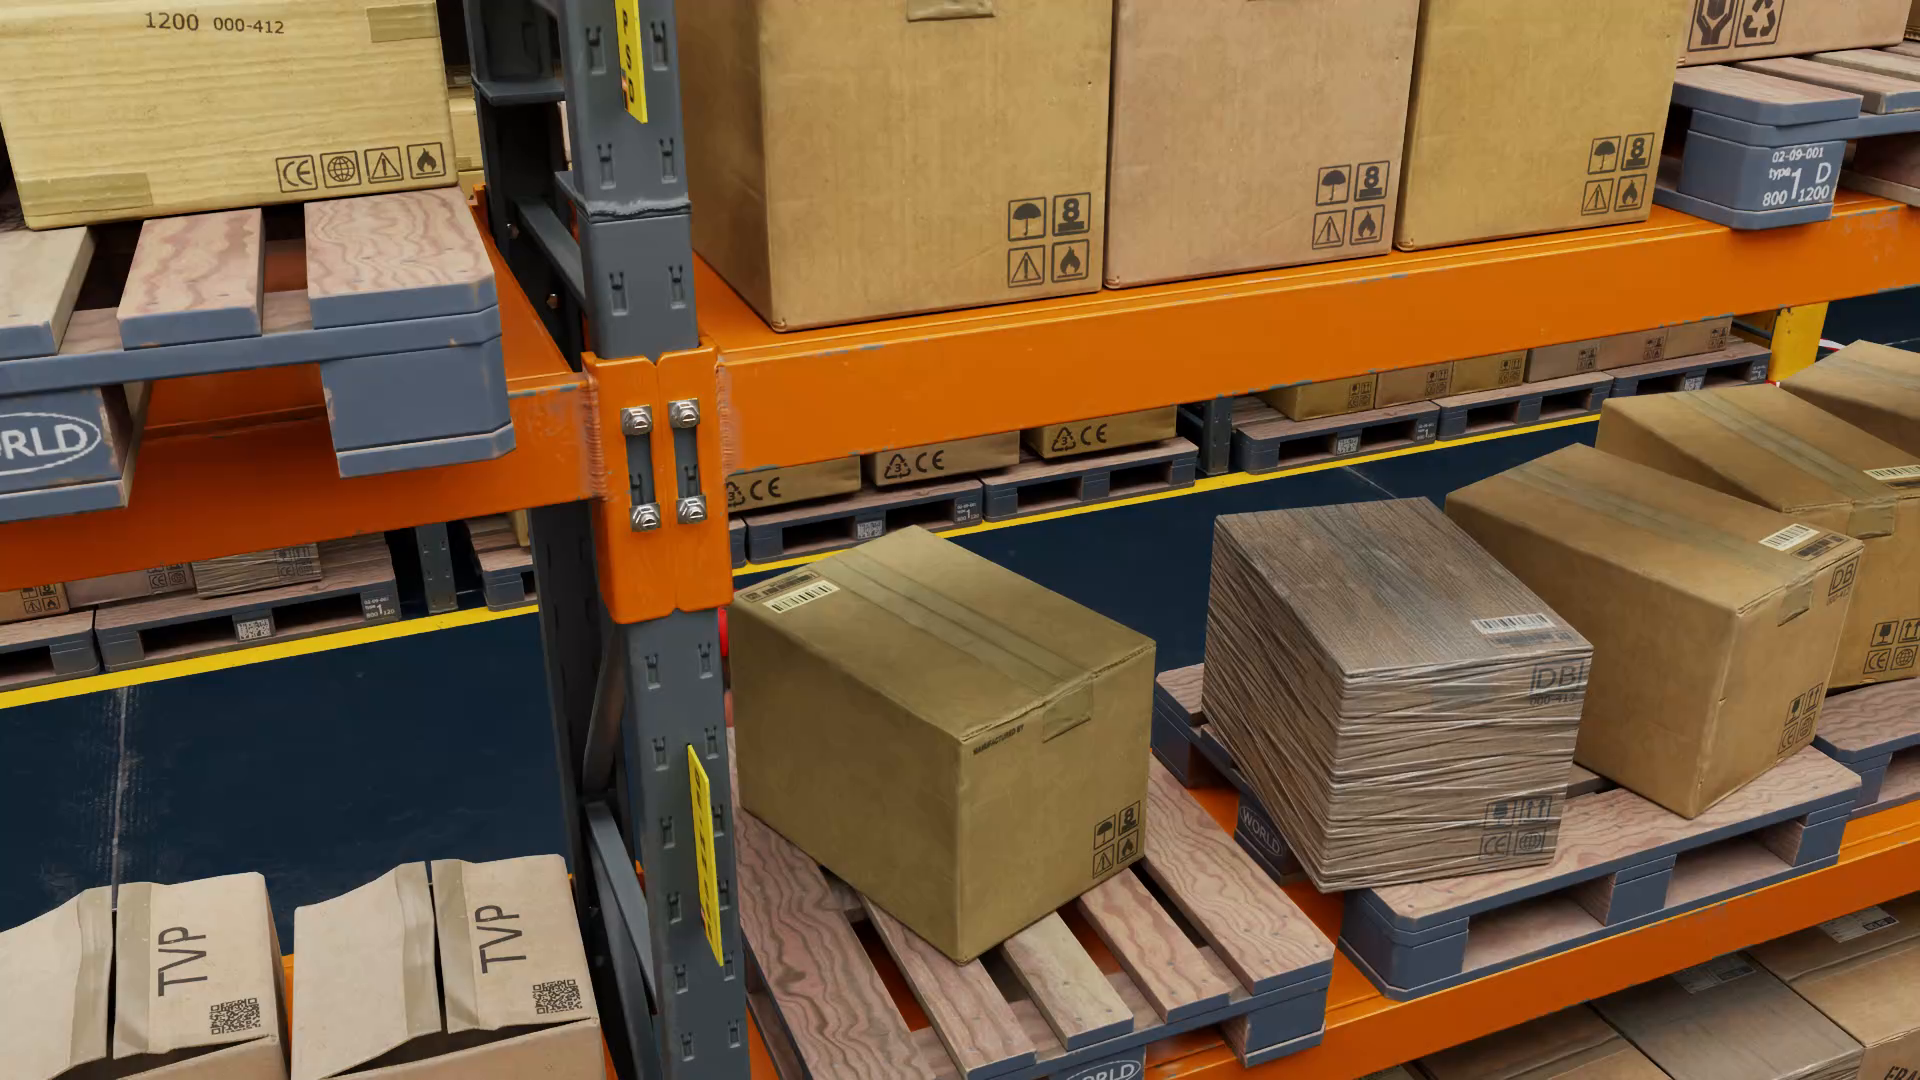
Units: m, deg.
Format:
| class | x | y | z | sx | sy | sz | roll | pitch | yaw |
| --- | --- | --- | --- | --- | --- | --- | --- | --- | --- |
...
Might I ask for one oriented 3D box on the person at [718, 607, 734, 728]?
| class | x | y | z | sx | sy | sz | roll | pitch | yaw |
| --- | --- | --- | --- | --- | --- | --- | --- | --- | --- |
| person | -0.507 | 0.644 | 5.553 | 0.866 | 1.091 | 0.576 | -10 | 28 | -21 |
